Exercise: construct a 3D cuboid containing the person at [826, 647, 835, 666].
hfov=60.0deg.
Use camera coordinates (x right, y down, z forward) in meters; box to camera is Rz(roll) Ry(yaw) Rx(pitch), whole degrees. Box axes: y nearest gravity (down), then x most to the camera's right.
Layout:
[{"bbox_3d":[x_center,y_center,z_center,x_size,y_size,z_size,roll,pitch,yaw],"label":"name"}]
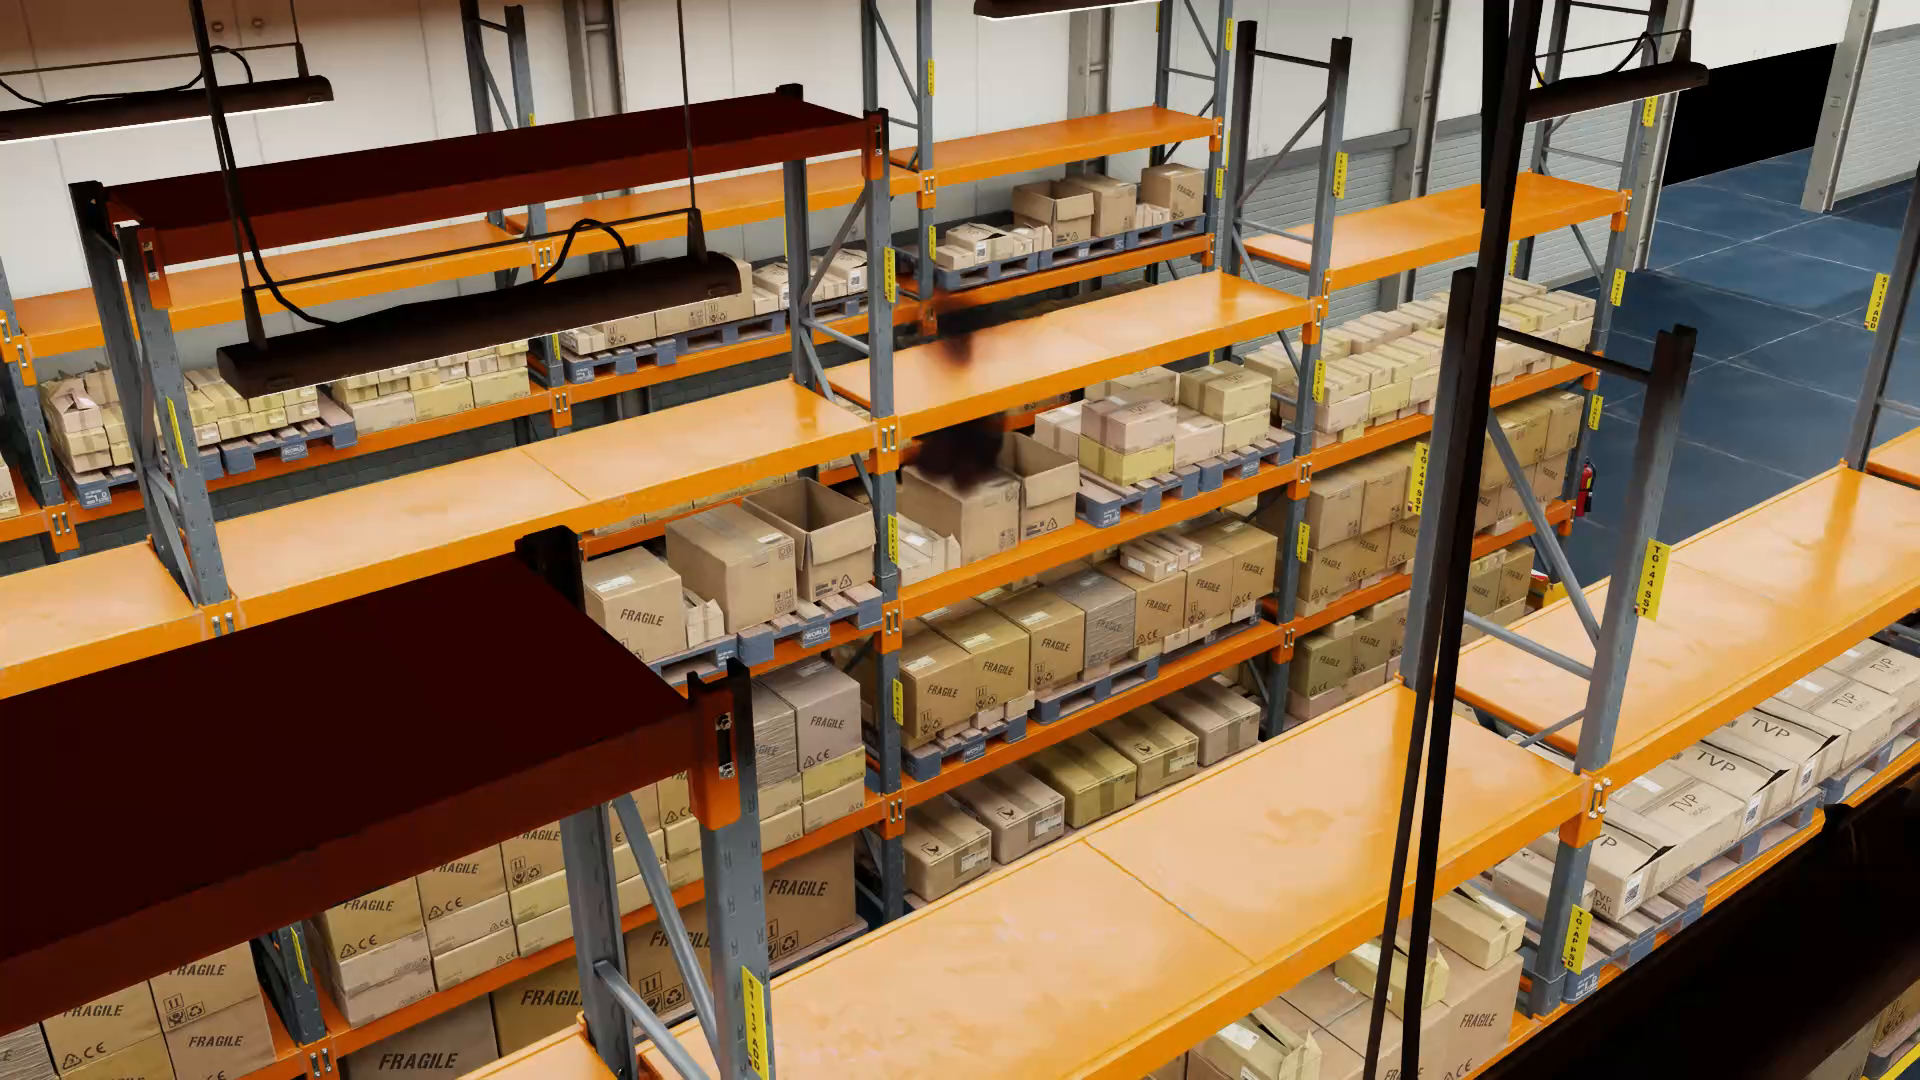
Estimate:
[{"bbox_3d":[-0.930,0.910,14.290,0.727,1.756,0.711,-18,31,-32],"label":"person"}]
